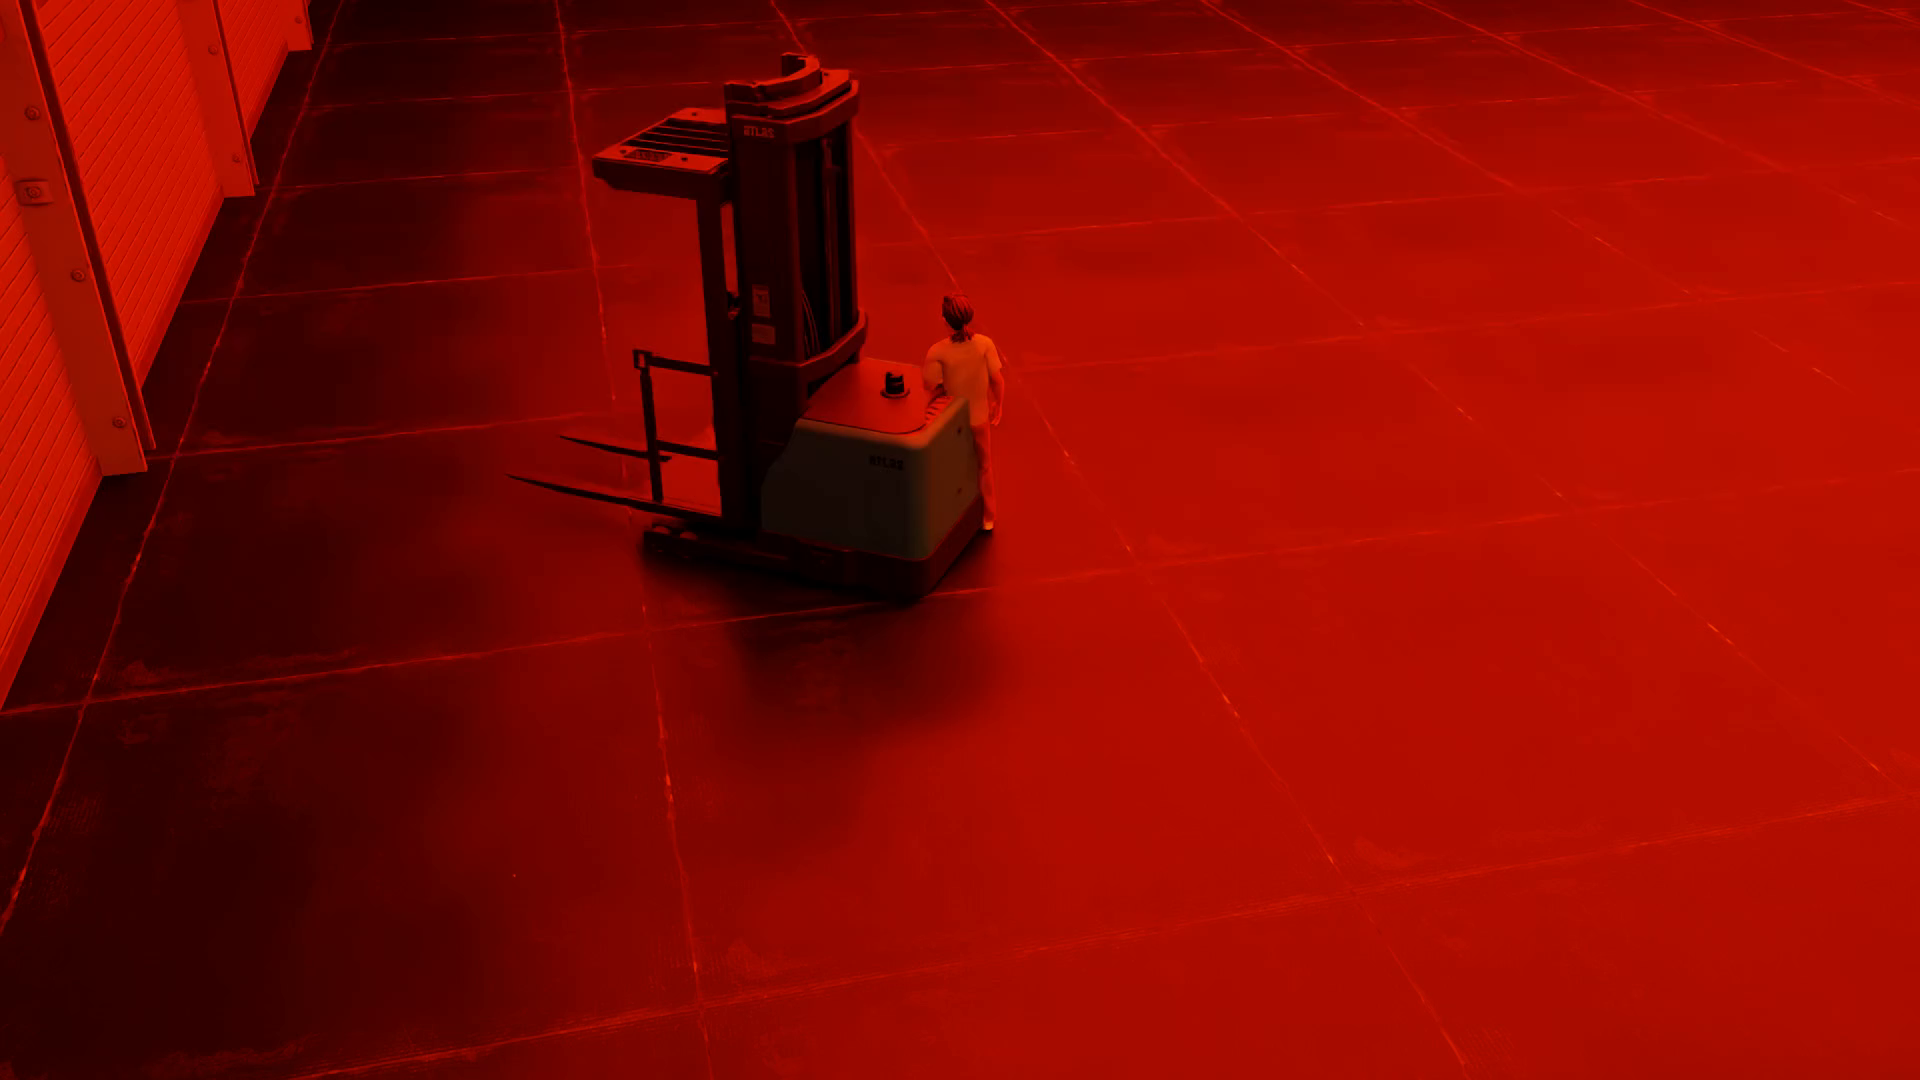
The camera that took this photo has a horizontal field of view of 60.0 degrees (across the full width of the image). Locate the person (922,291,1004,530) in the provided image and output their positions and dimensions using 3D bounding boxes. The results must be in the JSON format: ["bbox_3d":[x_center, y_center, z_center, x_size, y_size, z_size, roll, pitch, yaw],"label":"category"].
[{"bbox_3d":[-0.006,-0.769,10.141,0.553,1.673,0.548,-7,31,-12],"label":"person"}]

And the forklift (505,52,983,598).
[{"bbox_3d":[-1.426,-1.385,9.967,3.031,2.935,1.130,11,32,18],"label":"forklift"}]
